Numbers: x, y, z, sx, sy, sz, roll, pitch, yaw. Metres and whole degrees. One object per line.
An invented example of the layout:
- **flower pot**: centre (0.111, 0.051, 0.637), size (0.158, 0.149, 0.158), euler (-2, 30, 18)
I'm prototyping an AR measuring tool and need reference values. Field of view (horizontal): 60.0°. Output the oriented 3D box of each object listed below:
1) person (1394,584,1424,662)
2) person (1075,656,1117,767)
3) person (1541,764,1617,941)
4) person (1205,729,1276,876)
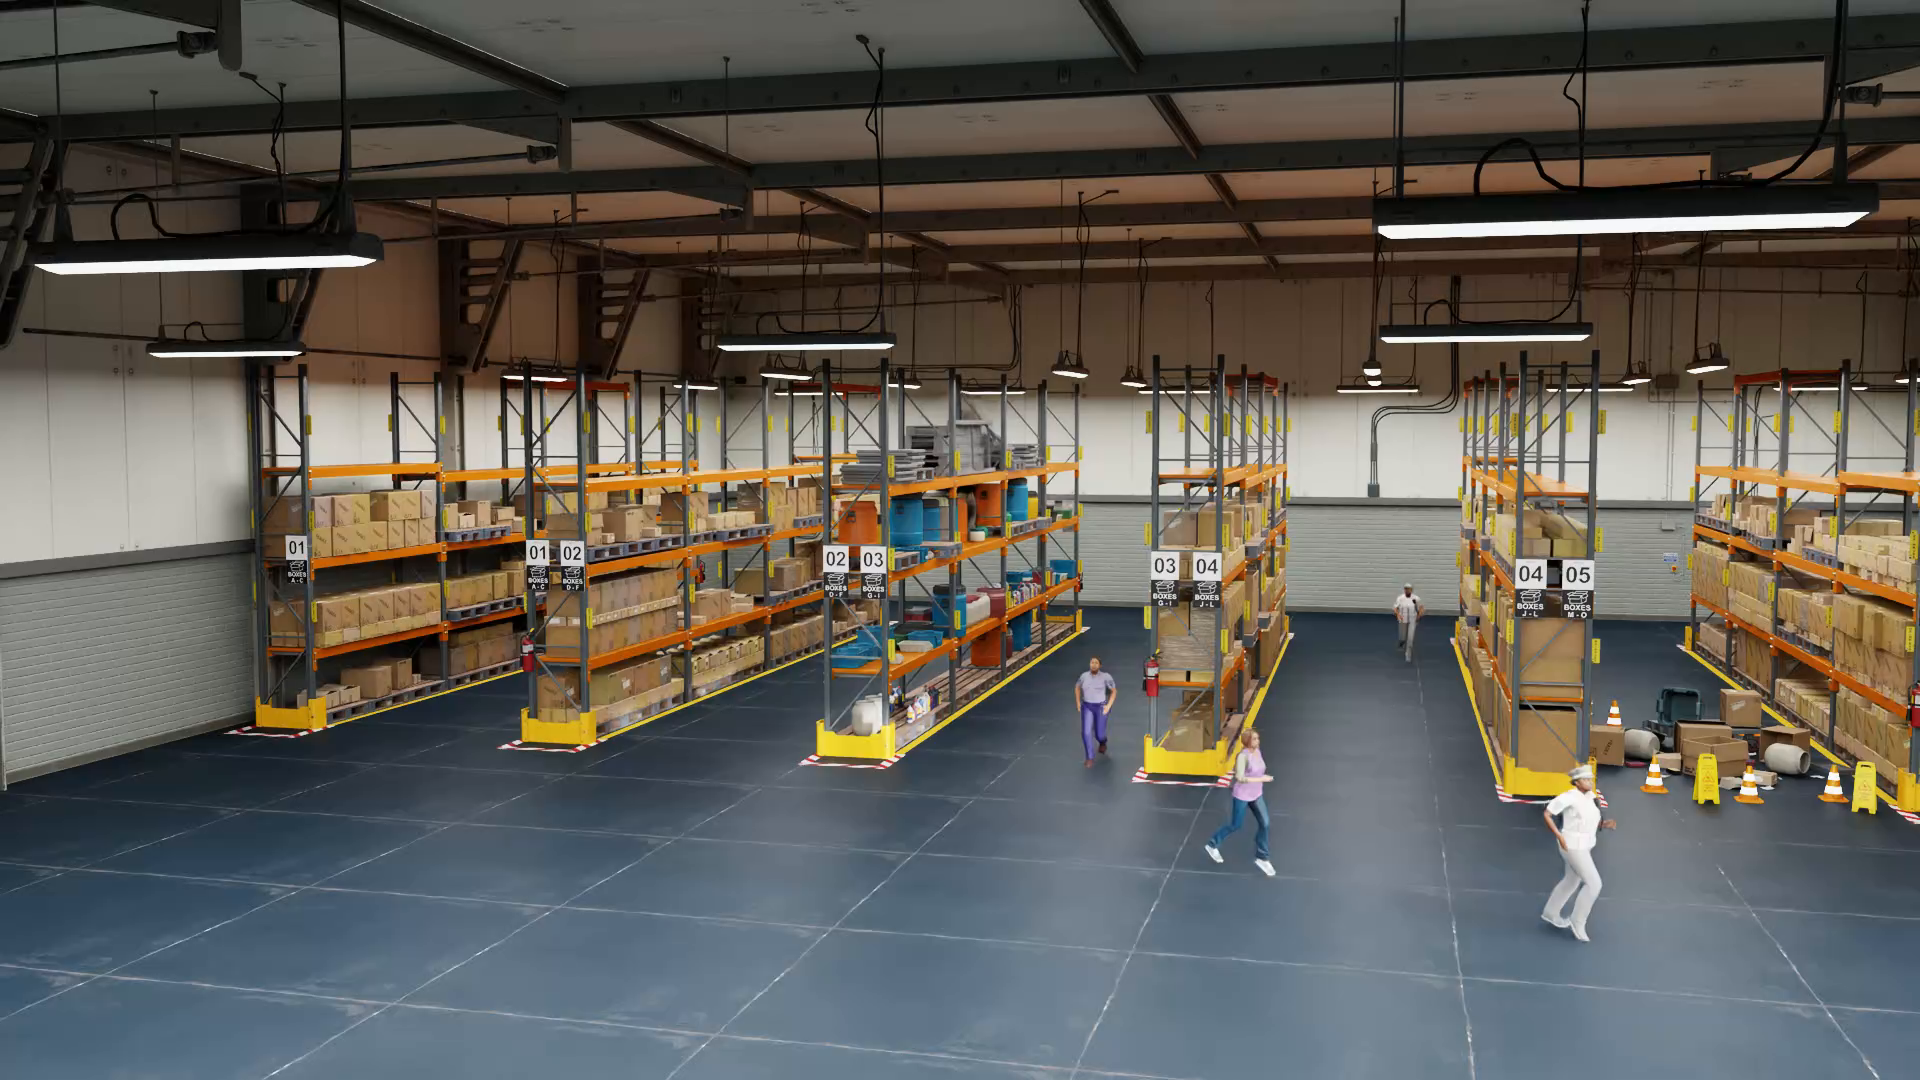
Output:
- **person**: centre (9.578, 1.753, 35.489), size (0.613, 1.660, 0.740), euler (1, 4, 15)
- **person**: centre (2.006, 2.517, 24.668), size (0.644, 1.621, 0.691), euler (1, 4, 15)
- **person**: centre (6.077, 3.051, 16.327), size (0.545, 1.751, 0.725), euler (-4, 5, -43)
- **person**: centre (3.190, 2.914, 18.707), size (0.548, 1.628, 0.851), euler (-4, 6, -44)
